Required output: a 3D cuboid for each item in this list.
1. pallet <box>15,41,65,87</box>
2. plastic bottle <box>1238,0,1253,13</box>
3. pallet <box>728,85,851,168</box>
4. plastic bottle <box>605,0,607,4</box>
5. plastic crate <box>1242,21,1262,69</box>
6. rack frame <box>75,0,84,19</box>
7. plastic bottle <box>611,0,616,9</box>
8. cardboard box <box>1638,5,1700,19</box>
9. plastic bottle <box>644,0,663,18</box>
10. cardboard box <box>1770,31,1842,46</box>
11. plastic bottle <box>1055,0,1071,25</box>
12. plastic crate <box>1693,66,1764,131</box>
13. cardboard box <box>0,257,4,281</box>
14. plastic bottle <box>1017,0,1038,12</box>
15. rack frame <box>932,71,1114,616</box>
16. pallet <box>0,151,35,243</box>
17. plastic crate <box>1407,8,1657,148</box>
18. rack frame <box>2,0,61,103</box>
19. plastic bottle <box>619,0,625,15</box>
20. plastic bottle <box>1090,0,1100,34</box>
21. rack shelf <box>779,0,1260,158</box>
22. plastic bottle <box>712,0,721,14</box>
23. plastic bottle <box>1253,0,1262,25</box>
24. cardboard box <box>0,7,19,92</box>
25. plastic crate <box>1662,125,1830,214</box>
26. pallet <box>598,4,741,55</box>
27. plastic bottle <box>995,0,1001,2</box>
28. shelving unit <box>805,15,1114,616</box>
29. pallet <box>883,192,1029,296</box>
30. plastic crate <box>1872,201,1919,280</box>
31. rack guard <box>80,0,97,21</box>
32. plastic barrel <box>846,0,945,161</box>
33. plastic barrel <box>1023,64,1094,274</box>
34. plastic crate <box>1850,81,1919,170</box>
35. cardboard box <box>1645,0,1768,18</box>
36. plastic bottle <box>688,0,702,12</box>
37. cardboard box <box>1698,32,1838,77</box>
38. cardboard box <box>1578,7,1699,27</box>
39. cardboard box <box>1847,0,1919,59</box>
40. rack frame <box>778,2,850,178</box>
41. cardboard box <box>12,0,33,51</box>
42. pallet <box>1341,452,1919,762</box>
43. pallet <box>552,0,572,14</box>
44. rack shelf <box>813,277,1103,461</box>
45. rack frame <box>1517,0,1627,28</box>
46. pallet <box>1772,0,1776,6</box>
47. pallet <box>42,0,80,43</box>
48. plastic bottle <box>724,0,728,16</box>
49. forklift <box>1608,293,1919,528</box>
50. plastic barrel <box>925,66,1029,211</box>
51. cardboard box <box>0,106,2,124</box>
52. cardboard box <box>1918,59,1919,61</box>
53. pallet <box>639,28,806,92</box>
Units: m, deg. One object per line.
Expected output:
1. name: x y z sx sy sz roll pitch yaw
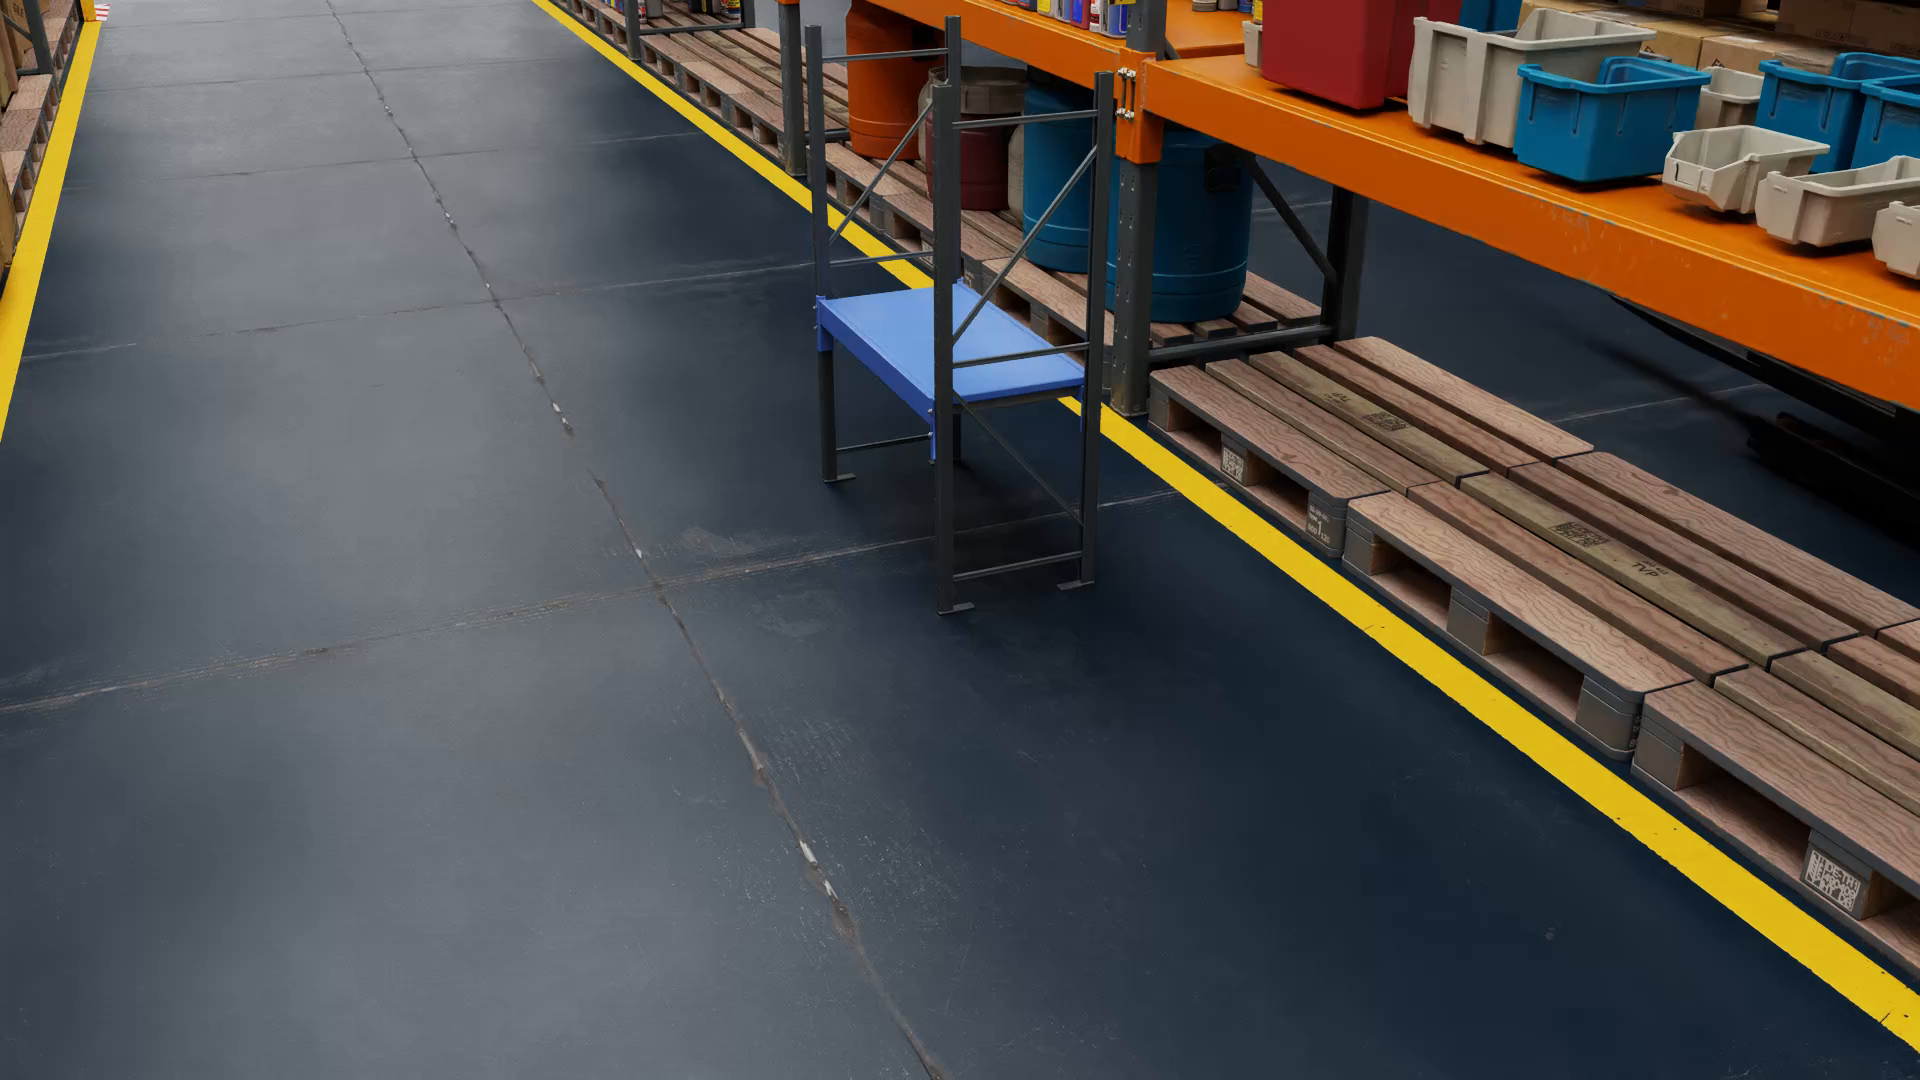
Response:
1. pallet: -6.938 -3.294 11.756 1.003 0.211 1.213 -11 28 -21
2. plastic bottle: 1.144 -2.204 6.491 0.097 0.271 0.097 0 26 0
3. pallet: -0.787 -2.585 10.303 1.003 0.211 1.213 -11 28 -21
4. plastic bottle: -2.936 -4.601 13.943 0.097 0.201 0.097 0 26 0
5. plastic crate: 1.098 -1.600 5.339 0.396 0.136 0.243 -11 28 -21
6. rack frame: -8.209 -5.897 13.909 1.000 3.000 0.127 -11 28 -21
7. plastic bottle: -2.804 -4.559 13.686 0.144 0.351 0.185 -11 28 -21
8. cardboard box: 4.622 -3.105 10.538 0.500 0.500 0.500 -9 28 -19
9. plastic bottle: -2.470 -4.376 13.311 0.144 0.351 0.185 -11 28 -21
10. cardboard box: 5.036 -2.685 9.679 0.500 0.500 0.500 -12 28 -23
11. plastic bottle: 0.453 -2.099 6.271 0.152 0.276 0.135 -11 28 -21
12. plastic crate: 2.006 -1.161 4.441 0.293 0.136 0.466 -11 28 -21
13. cardboard box: -4.483 -1.258 6.351 1.225 0.875 0.875 -10 28 -20
14. plastic bottle: 0.314 -2.271 6.538 0.144 0.351 0.185 -11 28 -21
15. rack frame: 0.166 -0.503 4.571 0.500 1.500 0.032 -11 28 -21
16. pallet: -5.381 -1.730 8.553 1.003 0.211 1.213 -11 28 -21
17. plastic crate: 1.476 -1.229 4.415 0.437 0.282 0.530 -11 28 -21
18. rack frame: -6.643 -4.282 10.602 1.000 3.000 0.127 -11 28 -21
19. plastic bottle: -2.678 -4.428 13.419 0.144 0.351 0.185 -12 29 -23
20. plastic bottle: 0.525 -1.960 6.072 0.097 0.201 0.097 0 26 0
21. rack shelf: 0.264 -2.388 7.541 1.077 0.370 4.000 -11 28 -21
22. plastic bottle: -1.959 -4.437 13.521 0.152 0.276 0.135 -10 28 -19
23. plastic bottle: 1.192 -2.095 6.179 0.144 0.351 0.185 -11 28 -21
24. cardboard box: -6.422 -3.105 10.538 0.700 0.500 0.500 -13 29 -25
25. plastic crate: 1.763 -0.839 3.782 0.298 0.136 0.250 -11 28 -21
26. pallet: -2.310 -4.158 13.526 1.003 0.211 1.213 -11 28 -21
27. plastic bottle: 0.202 -2.357 6.800 0.152 0.276 0.135 -11 28 -21
28. shelving unit: -0.033 -0.708 4.991 0.538 1.500 1.048 -11 28 -21
29. pallet: 0.302 -1.462 8.005 1.003 0.211 1.213 -11 28 -21
30. plastic crate: 2.028 -0.615 3.322 0.396 0.136 0.243 -11 28 -21
31. rack guard: -8.180 -4.743 14.395 1.175 0.500 0.348 -11 28 -21
32. plastic barrel: -0.312 -2.537 9.023 0.600 0.830 0.708 -11 28 -21
33. plastic barrel: 0.573 -1.658 7.139 0.600 0.901 0.708 -11 28 -21
34. plastic crate: 2.305 -0.928 3.855 0.416 0.233 0.300 -11 28 -21
35. cardboard box: 4.648 -3.420 10.329 0.500 0.250 0.500 -9 28 -19
36. plastic bottle: -2.152 -4.513 13.592 0.144 0.351 0.185 -11 28 -21
37. cardboard box: 4.567 -2.586 9.475 0.500 0.500 0.500 -12 28 -22
38. cardboard box: 4.166 -2.999 10.321 0.500 0.500 0.500 -12 28 -22
39. cardboard box: 5.250 -2.805 9.070 0.500 0.250 0.500 -11 28 -20
40. rack frame: -0.519 -3.518 9.037 1.000 3.000 0.127 -11 28 -21
41. cardboard box: -6.994 -3.746 11.874 0.500 0.500 0.500 -2 26 -4
42. pallet: 1.853 0.133 4.737 1.003 0.211 1.213 -11 28 -21
43. pallet: -3.266 -5.143 15.544 1.003 0.211 1.213 -11 28 -21
44. rack shelf: -0.033 -0.547 5.070 0.538 0.185 1.000 -11 28 -21
45. rack frame: 4.040 -4.368 10.777 1.000 3.000 0.127 -11 28 -21
46. pallet: 7.337 -5.268 15.800 1.003 0.211 1.213 -11 28 -21
47. pallet: -7.894 -4.279 13.774 1.003 0.211 1.213 -11 28 -21
48. plastic bottle: -1.847 -4.318 13.364 0.097 0.201 0.097 0 26 0
49. forklift: 3.397 -1.533 5.048 1.130 2.935 3.031 -7 27 -15
50. plastic barrel: 0.131 -1.973 8.142 0.600 0.588 0.708 -11 28 -21
51. cardboard box: -6.033 -2.683 9.675 0.700 0.500 0.500 -13 29 -25
52. cardboard box: 5.422 -2.278 8.845 0.500 0.500 0.500 -10 28 -20
53. pallet: -1.742 -3.570 12.321 1.003 0.211 1.213 -11 28 -21
